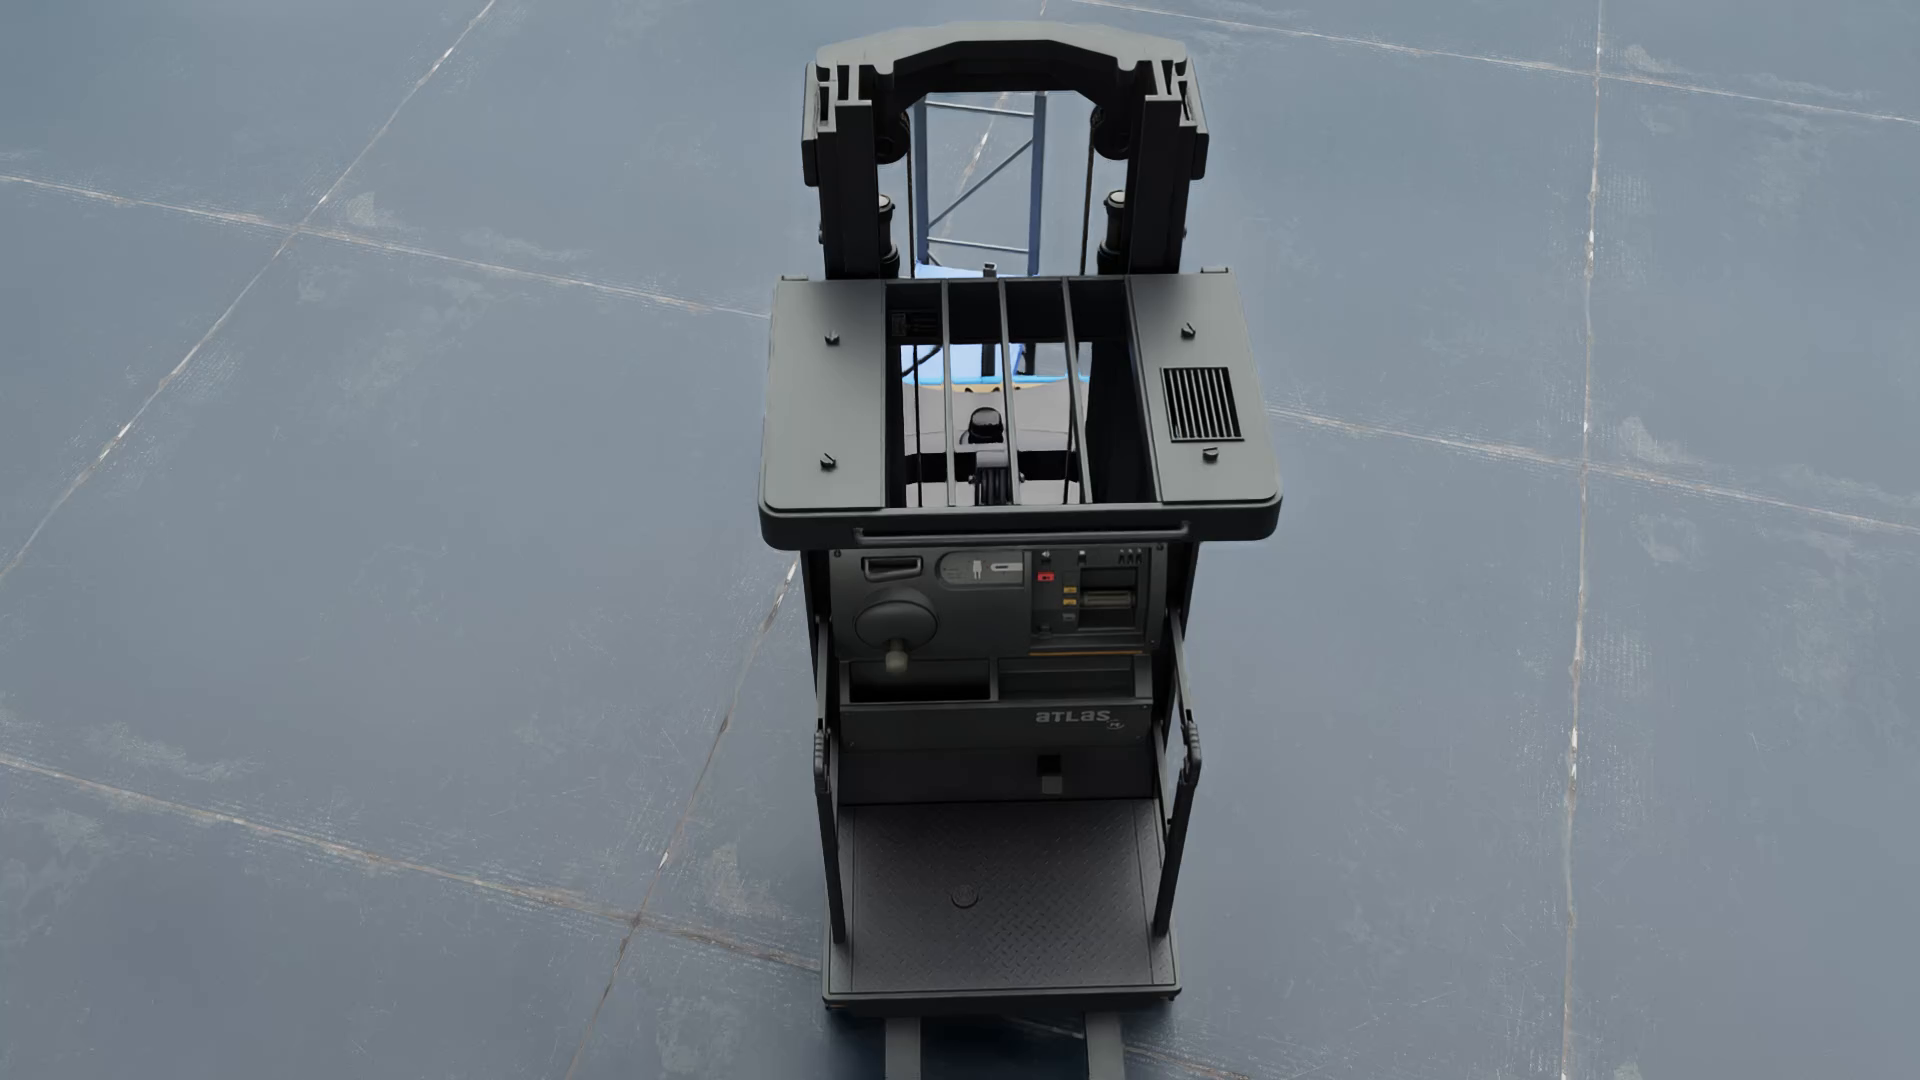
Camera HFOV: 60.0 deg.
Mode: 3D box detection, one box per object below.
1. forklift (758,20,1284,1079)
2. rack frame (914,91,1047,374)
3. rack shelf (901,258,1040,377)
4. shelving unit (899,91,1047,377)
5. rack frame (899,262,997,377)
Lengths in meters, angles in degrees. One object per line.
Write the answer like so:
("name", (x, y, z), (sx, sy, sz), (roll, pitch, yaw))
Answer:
("forklift", (0.115, 0.275, 4.471), (1.130, 2.935, 3.031), (-1, 49, -1))
("rack frame", (0.074, -1.184, 6.714), (0.500, 1.500, 0.032), (9, 49, 7))
("rack shelf", (-0.026, -0.691, 6.519), (0.538, 0.185, 1.000), (9, 49, 7))
("shelving unit", (-0.026, -0.810, 6.384), (0.538, 1.500, 1.048), (9, 49, 7))
("rack frame", (-0.125, -0.437, 6.054), (0.500, 1.500, 0.032), (9, 49, 7))
